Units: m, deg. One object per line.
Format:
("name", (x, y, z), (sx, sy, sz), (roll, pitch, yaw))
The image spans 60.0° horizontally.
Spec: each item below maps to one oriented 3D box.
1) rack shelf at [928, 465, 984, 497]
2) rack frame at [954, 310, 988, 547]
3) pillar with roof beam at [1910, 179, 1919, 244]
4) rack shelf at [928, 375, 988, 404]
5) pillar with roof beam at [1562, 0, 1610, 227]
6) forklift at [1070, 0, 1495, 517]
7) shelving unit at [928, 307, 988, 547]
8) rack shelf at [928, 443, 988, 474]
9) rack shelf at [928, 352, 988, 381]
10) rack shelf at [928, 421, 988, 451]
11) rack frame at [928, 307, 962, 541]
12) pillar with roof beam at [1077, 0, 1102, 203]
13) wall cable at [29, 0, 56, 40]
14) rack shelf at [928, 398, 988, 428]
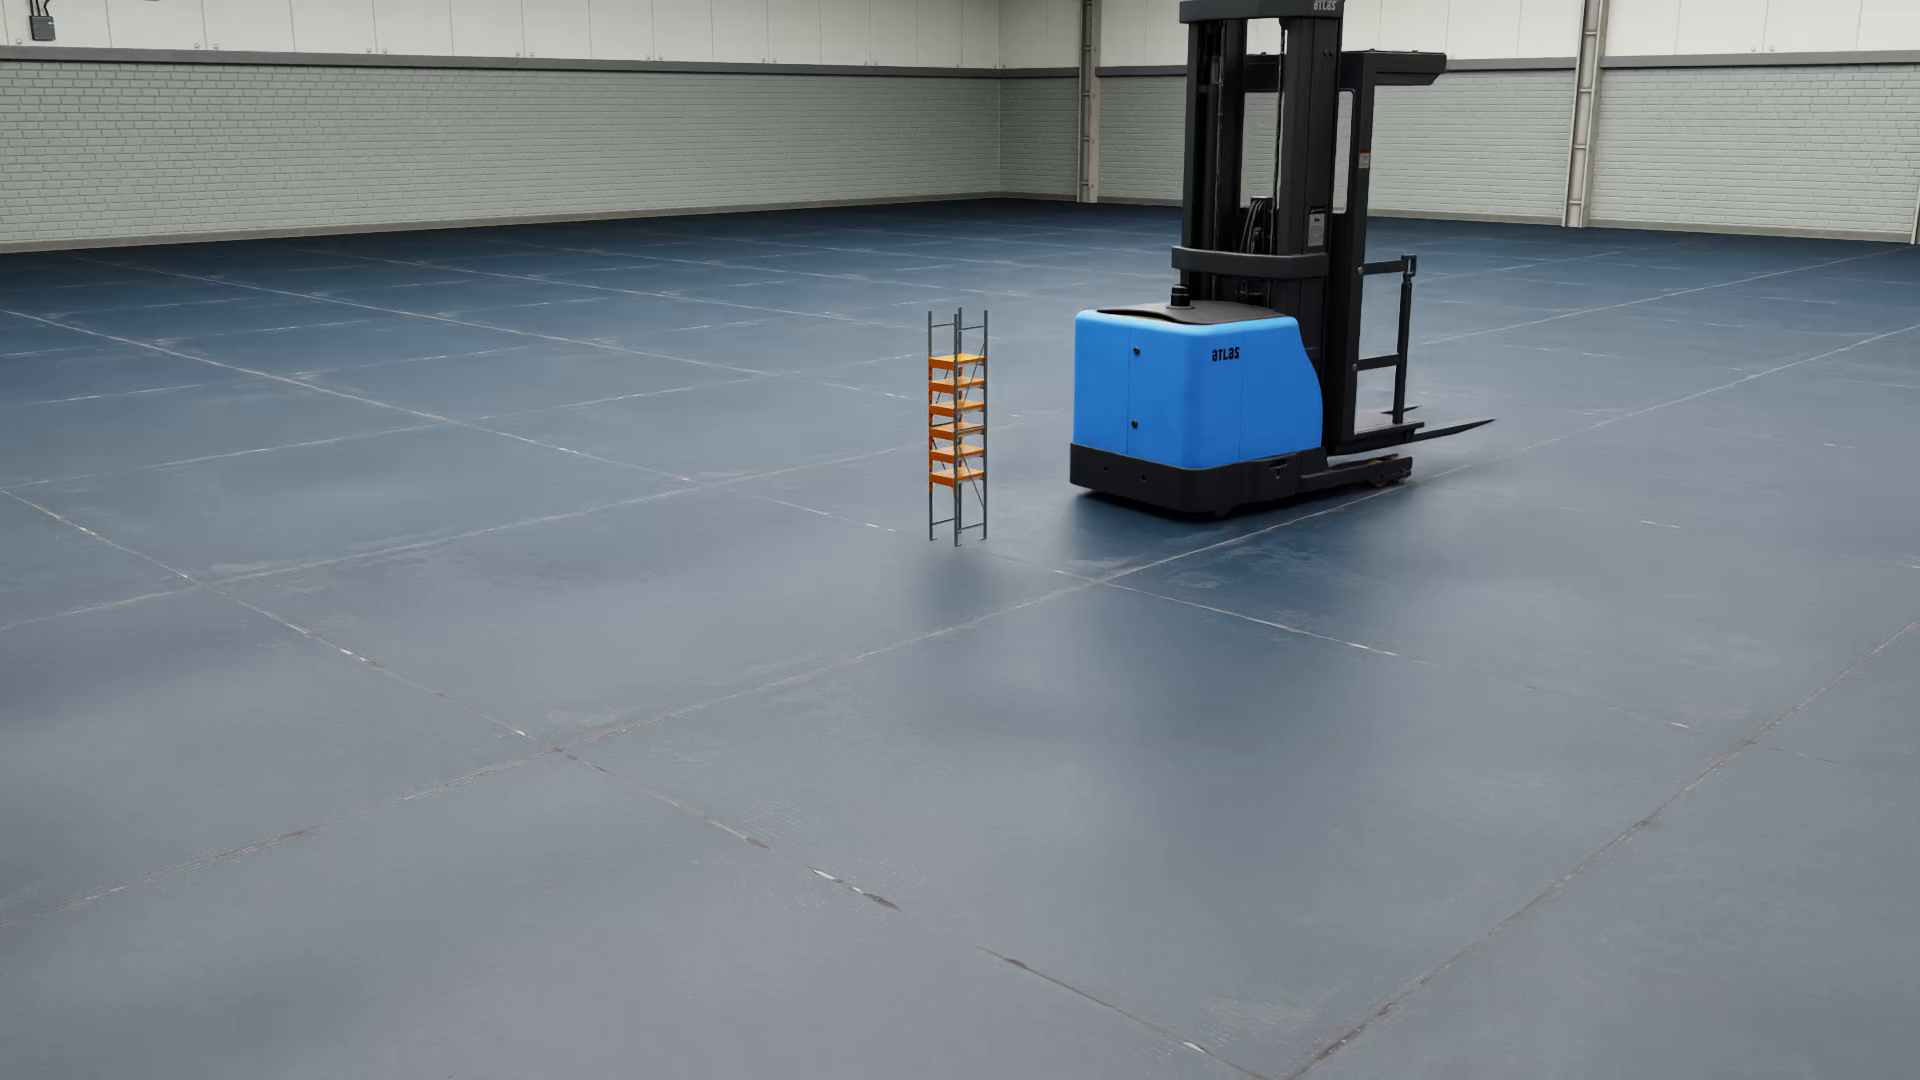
("rack shelf", (-0.010, -0.308, 8.654), (0.180, 0.103, 0.258), (14, 20, 42))
("rack frame", (0.055, -0.567, 8.520), (0.006, 1.200, 0.240), (14, 20, 42))
("pillar with roof beam", (13.002, -8.470, 23.385), (0.400, 9.000, 9.100), (14, 20, 42))
("rack shelf", (-0.010, -0.772, 8.533), (0.180, 0.103, 0.258), (14, 20, 42))
("pillar with roof beam", (8.682, -9.521, 27.415), (0.400, 9.000, 9.100), (14, 20, 42))
("forklift", (2.111, -1.824, 9.912), (3.031, 2.935, 1.130), (-11, 18, -37))
("shelving unit", (-0.010, -0.583, 8.582), (0.189, 1.200, 0.258), (14, 20, 42))
("rack shelf", (-0.010, -0.424, 8.623), (0.180, 0.103, 0.258), (14, 20, 42))
("rack shelf", (-0.010, -0.889, 8.502), (0.180, 0.103, 0.258), (14, 20, 42))
("rack shelf", (-0.010, -0.540, 8.593), (0.180, 0.103, 0.258), (14, 20, 42))
("rack frame", (-0.076, -0.599, 8.643), (0.006, 1.200, 0.240), (14, 20, 42))
("pillar with roof beam", (0.044, -11.621, 35.475), (0.400, 9.000, 9.100), (14, 20, 42))
("wall cable", (-13.434, -10.806, 25.605), (0.169, 6.003, 2.305), (14, 20, 42))
("rack shelf", (-0.010, -0.656, 8.563), (0.180, 0.103, 0.258), (14, 20, 42))
